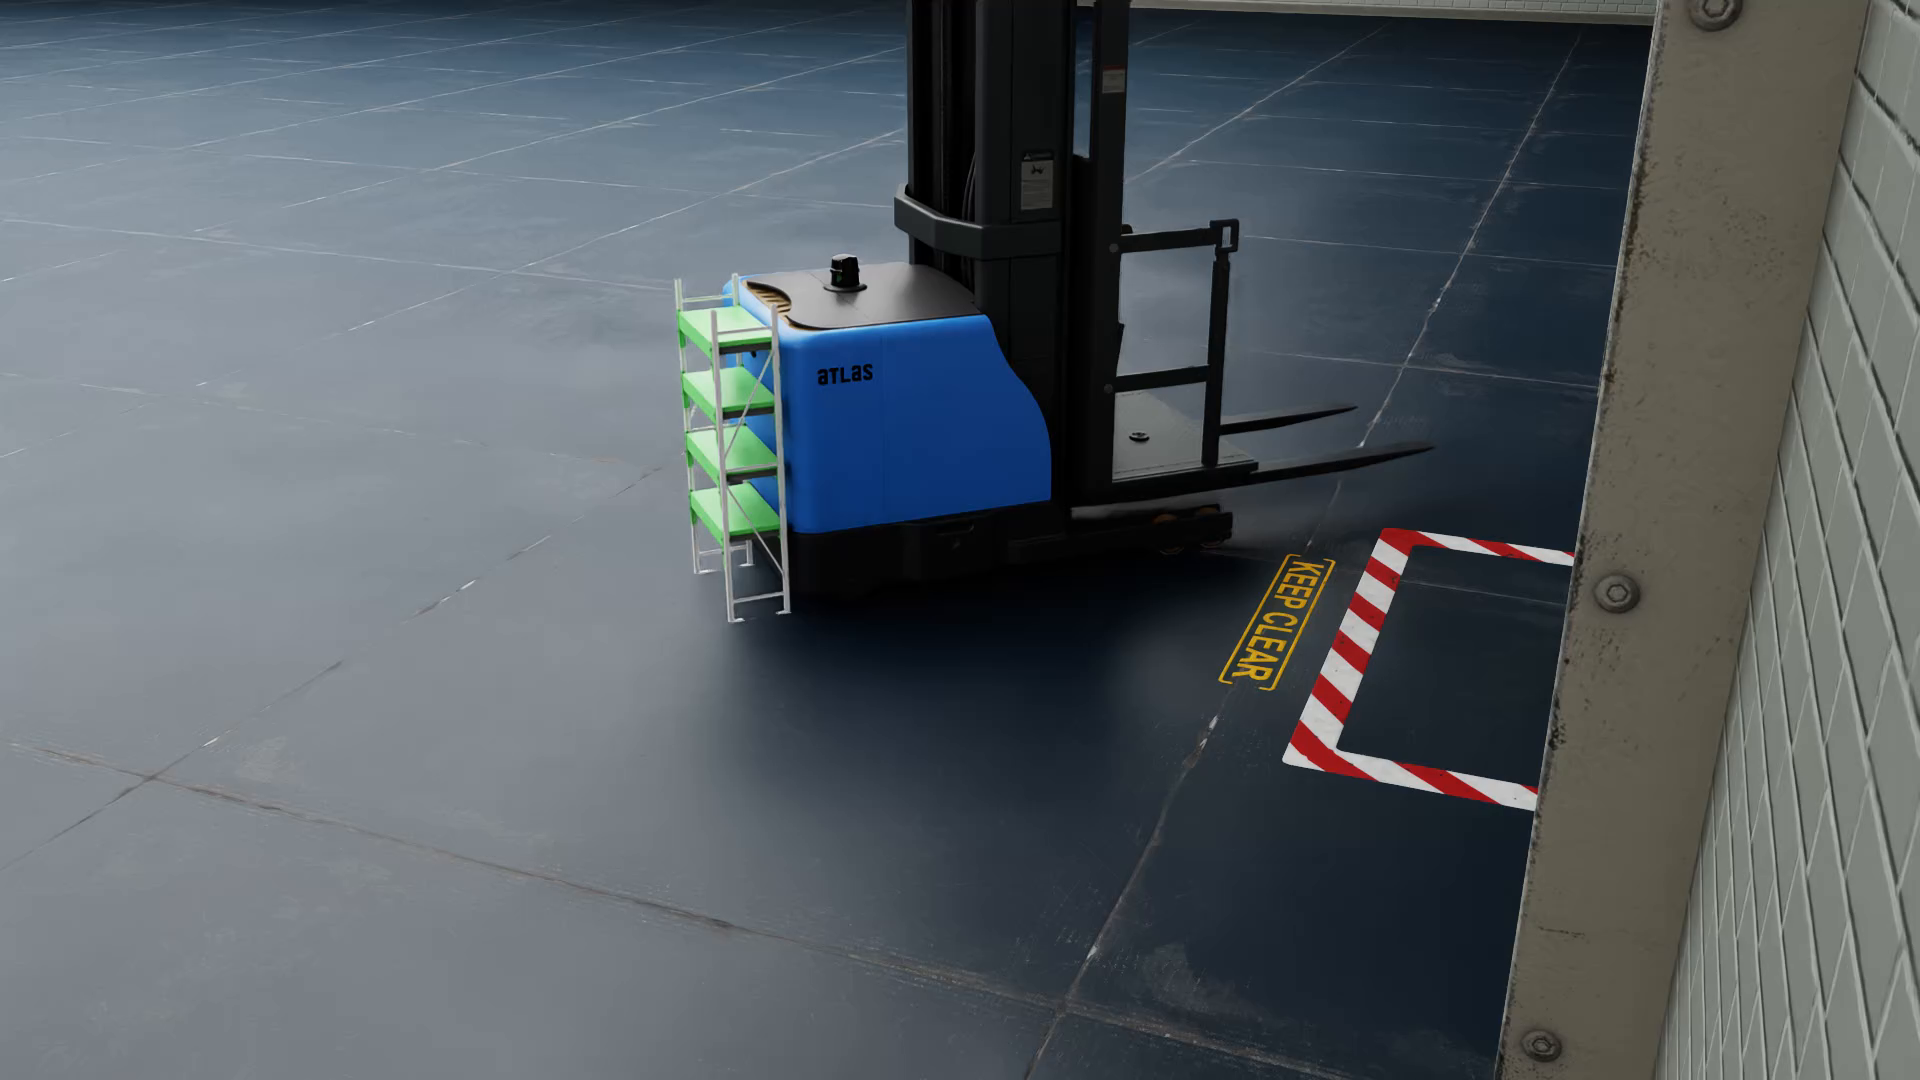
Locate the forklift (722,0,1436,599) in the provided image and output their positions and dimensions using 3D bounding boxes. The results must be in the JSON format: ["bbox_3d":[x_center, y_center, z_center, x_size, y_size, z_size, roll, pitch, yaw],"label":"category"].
[{"bbox_3d":[0.592,-1.470,6.702,3.031,2.935,1.130,-9,24,-20],"label":"forklift"}]

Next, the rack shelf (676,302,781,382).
[{"bbox_3d":[-0.854,-0.731,6.100,0.258,0.148,0.480,-9,24,-21],"label":"rack shelf"}]

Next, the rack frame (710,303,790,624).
[{"bbox_3d":[-0.758,-0.261,6.053,0.240,1.200,0.015,-9,24,-21],"label":"rack frame"}]

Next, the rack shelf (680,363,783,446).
[{"bbox_3d":[-0.854,-0.510,6.192,0.258,0.148,0.480,-9,24,-21],"label":"rack shelf"}]

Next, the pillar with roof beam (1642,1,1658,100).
[{"bbox_3d":[4.044,-9.864,18.926,9.100,9.000,0.400,9,24,20],"label":"pillar with roof beam"}]

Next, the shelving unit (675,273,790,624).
[{"bbox_3d":[-0.854,-0.347,6.260,0.258,1.200,0.503,-9,24,-21],"label":"shelving unit"}]

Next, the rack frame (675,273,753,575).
[{"bbox_3d":[-0.951,-0.434,6.467,0.240,1.200,0.015,-9,24,-21],"label":"rack frame"}]

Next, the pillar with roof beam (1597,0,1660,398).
[{"bbox_3d":[-0.413,-5.570,8.645,9.100,9.000,0.400,9,24,20],"label":"pillar with roof beam"}]

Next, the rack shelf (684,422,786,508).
[{"bbox_3d":[-0.854,-0.288,6.285,0.258,0.148,0.480,-9,24,-21],"label":"rack shelf"}]

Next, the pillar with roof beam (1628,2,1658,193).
[{"bbox_3d":[1.816,-7.717,13.786,9.100,9.000,0.400,9,24,20],"label":"pillar with roof beam"}]

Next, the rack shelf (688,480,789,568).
[{"bbox_3d":[-0.854,-0.067,6.377,0.258,0.148,0.480,-9,24,-21],"label":"rack shelf"}]

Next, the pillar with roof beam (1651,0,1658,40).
[{"bbox_3d":[6.273,-12.012,24.066,9.100,9.000,0.400,9,24,20],"label":"pillar with roof beam"}]
